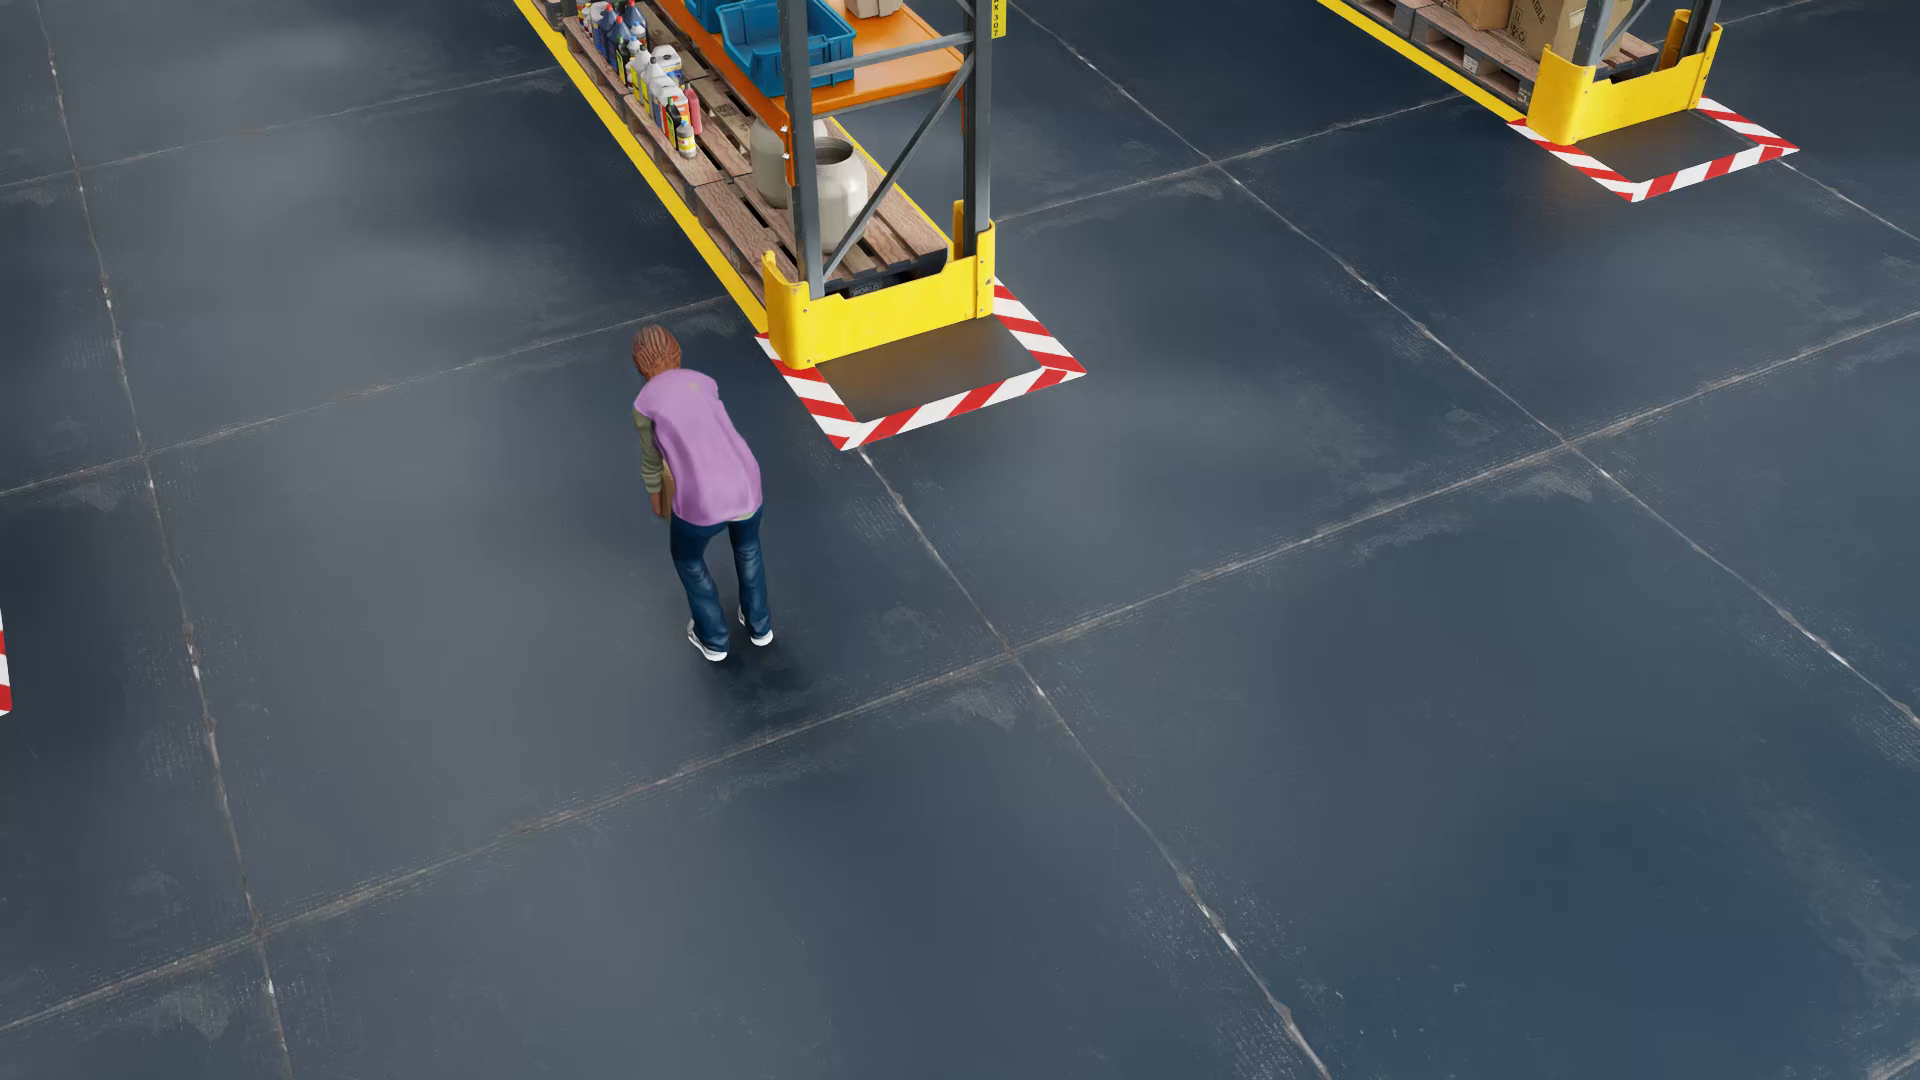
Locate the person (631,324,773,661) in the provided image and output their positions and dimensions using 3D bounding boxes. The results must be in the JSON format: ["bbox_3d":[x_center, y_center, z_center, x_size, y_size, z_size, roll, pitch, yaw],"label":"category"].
[{"bbox_3d":[-1.041,-0.174,6.626,0.380,1.248,0.810,-20,46,-21],"label":"person"}]
